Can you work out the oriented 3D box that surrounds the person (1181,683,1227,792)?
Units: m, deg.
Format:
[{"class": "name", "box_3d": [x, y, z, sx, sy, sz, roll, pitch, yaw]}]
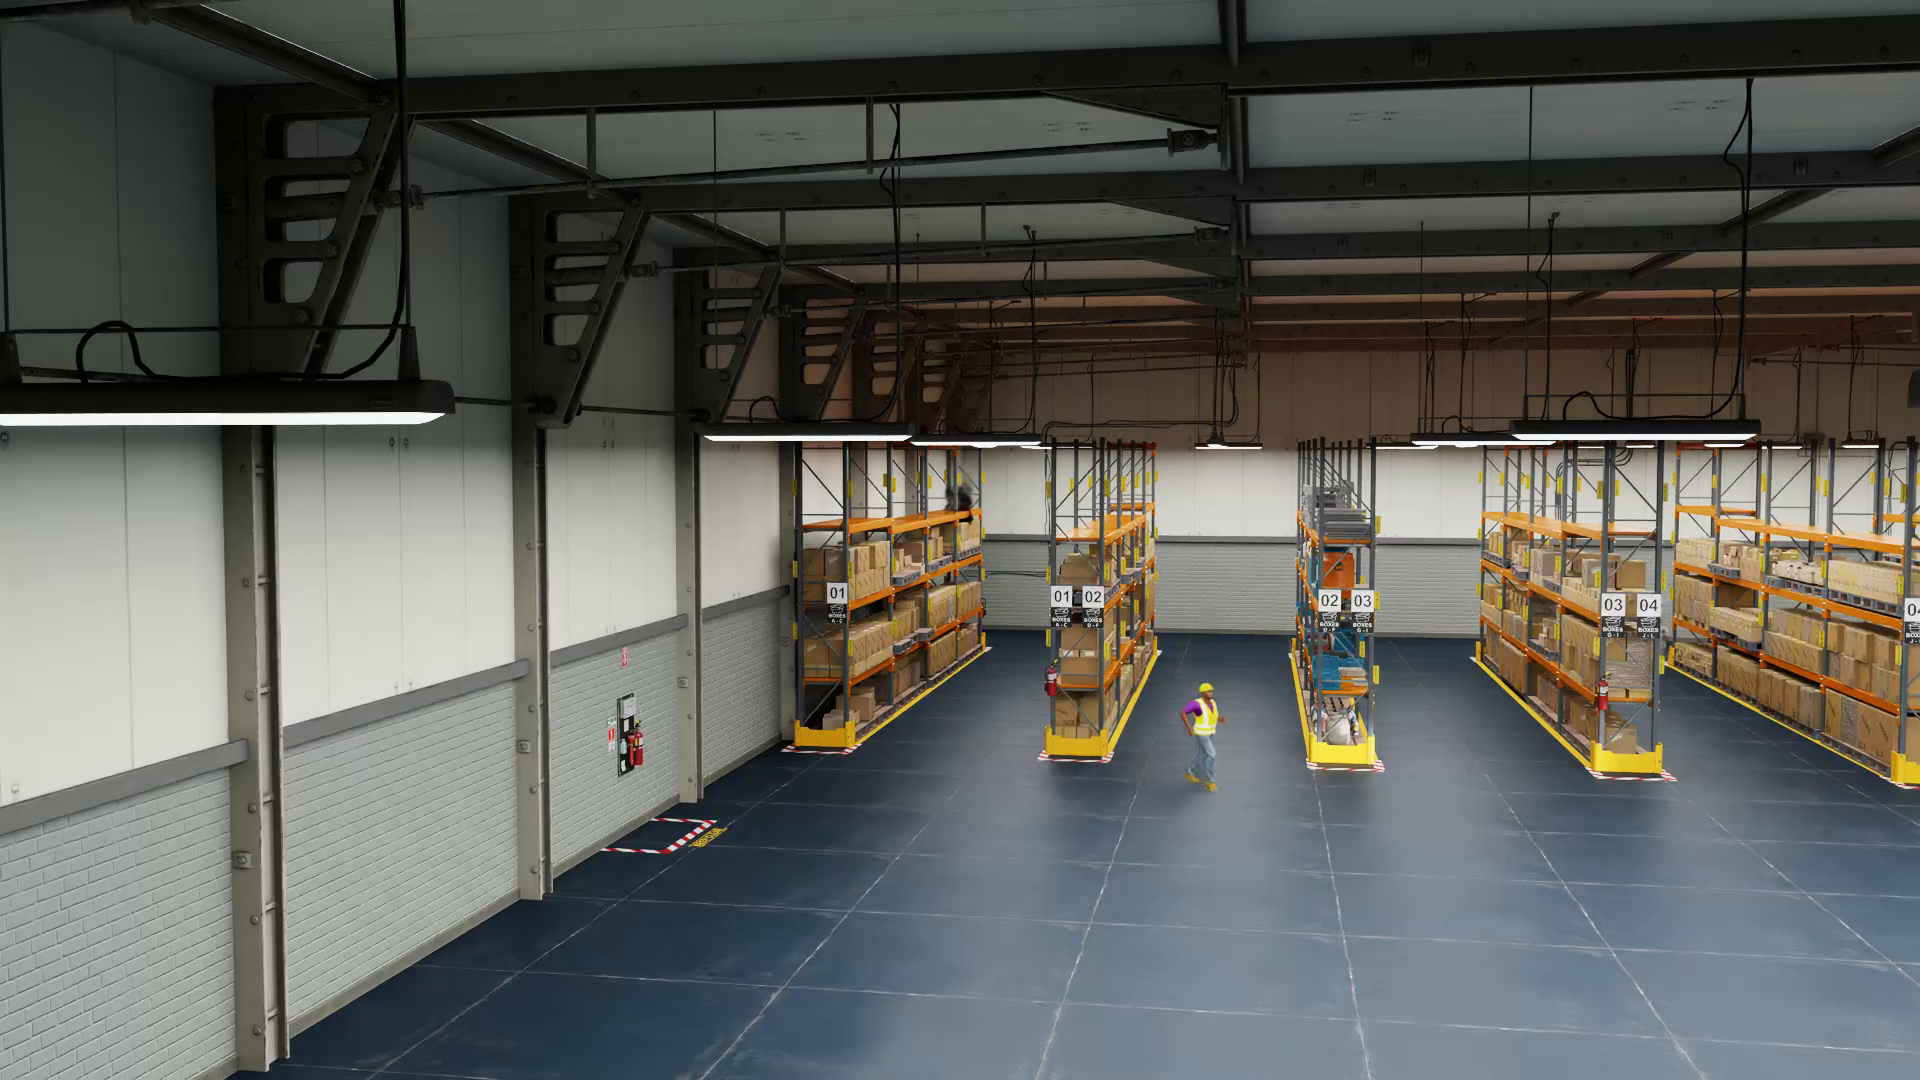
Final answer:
[{"class": "person", "box_3d": [4.162, 3.343, 28.370, 0.794, 1.821, 0.680, 3, 4, 40]}]

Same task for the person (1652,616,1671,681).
[{"class": "person", "box_3d": [17.324, 2.715, 41.200, 0.548, 1.728, 0.682, 1, 3, 12]}]

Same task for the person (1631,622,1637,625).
[{"class": "person", "box_3d": [17.411, 2.604, 42.577, 0.624, 1.767, 0.759, 1, 3, 15]}]
